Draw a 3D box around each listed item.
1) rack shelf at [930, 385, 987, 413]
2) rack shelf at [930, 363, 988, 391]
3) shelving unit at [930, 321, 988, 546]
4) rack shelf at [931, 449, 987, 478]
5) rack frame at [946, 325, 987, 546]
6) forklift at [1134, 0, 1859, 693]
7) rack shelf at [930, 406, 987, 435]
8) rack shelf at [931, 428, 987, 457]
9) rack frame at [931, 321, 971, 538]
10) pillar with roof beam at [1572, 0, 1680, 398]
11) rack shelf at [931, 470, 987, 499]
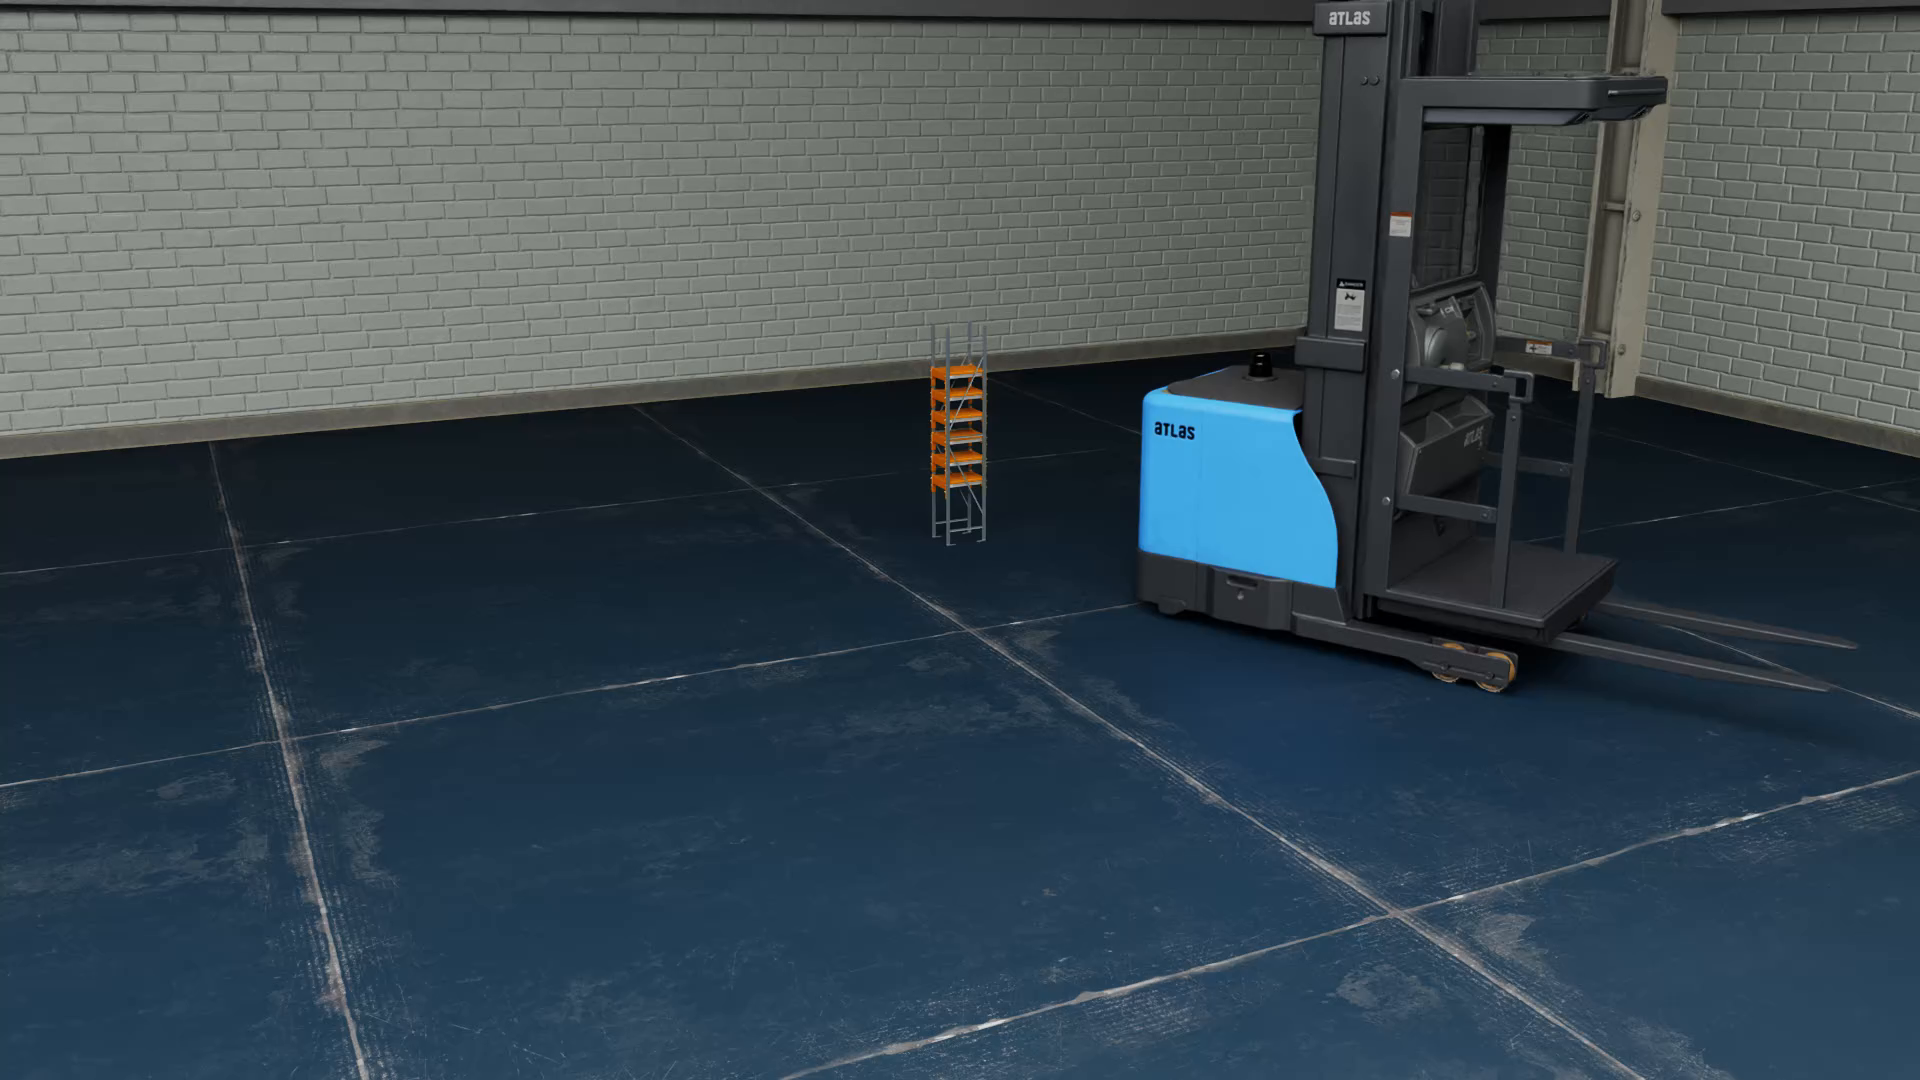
[{"bbox_3d":[-0.006,-0.768,9.044,0.258,0.103,0.180,-8,18,-25],"label":"rack shelf"},{"bbox_3d":[-0.006,-0.884,9.011,0.258,0.103,0.180,-8,18,-25],"label":"rack shelf"},{"bbox_3d":[-0.006,-0.580,9.098,0.258,1.200,0.189,-8,18,-25],"label":"shelving unit"},{"bbox_3d":[-0.006,-0.422,9.143,0.258,0.103,0.180,-8,18,-25],"label":"rack shelf"},{"bbox_3d":[0.034,-0.558,9.019,0.240,1.200,0.006,-8,18,-25],"label":"rack frame"},{"bbox_3d":[2.328,-0.933,7.189,3.031,2.935,1.130,12,20,35],"label":"forklift"},{"bbox_3d":[-0.006,-0.653,9.077,0.258,0.103,0.180,-8,18,-25],"label":"rack shelf"},{"bbox_3d":[-0.006,-0.538,9.110,0.258,0.103,0.180,-8,18,-25],"label":"rack shelf"},{"bbox_3d":[-0.046,-0.603,9.177,0.240,1.200,0.006,-8,18,-25],"label":"rack frame"},{"bbox_3d":[1.315,-4.994,10.339,9.100,9.000,0.400,-8,18,-25],"label":"pillar with roof beam"},{"bbox_3d":[-0.006,-0.307,9.176,0.258,0.103,0.180,-8,18,-25],"label":"rack shelf"}]
